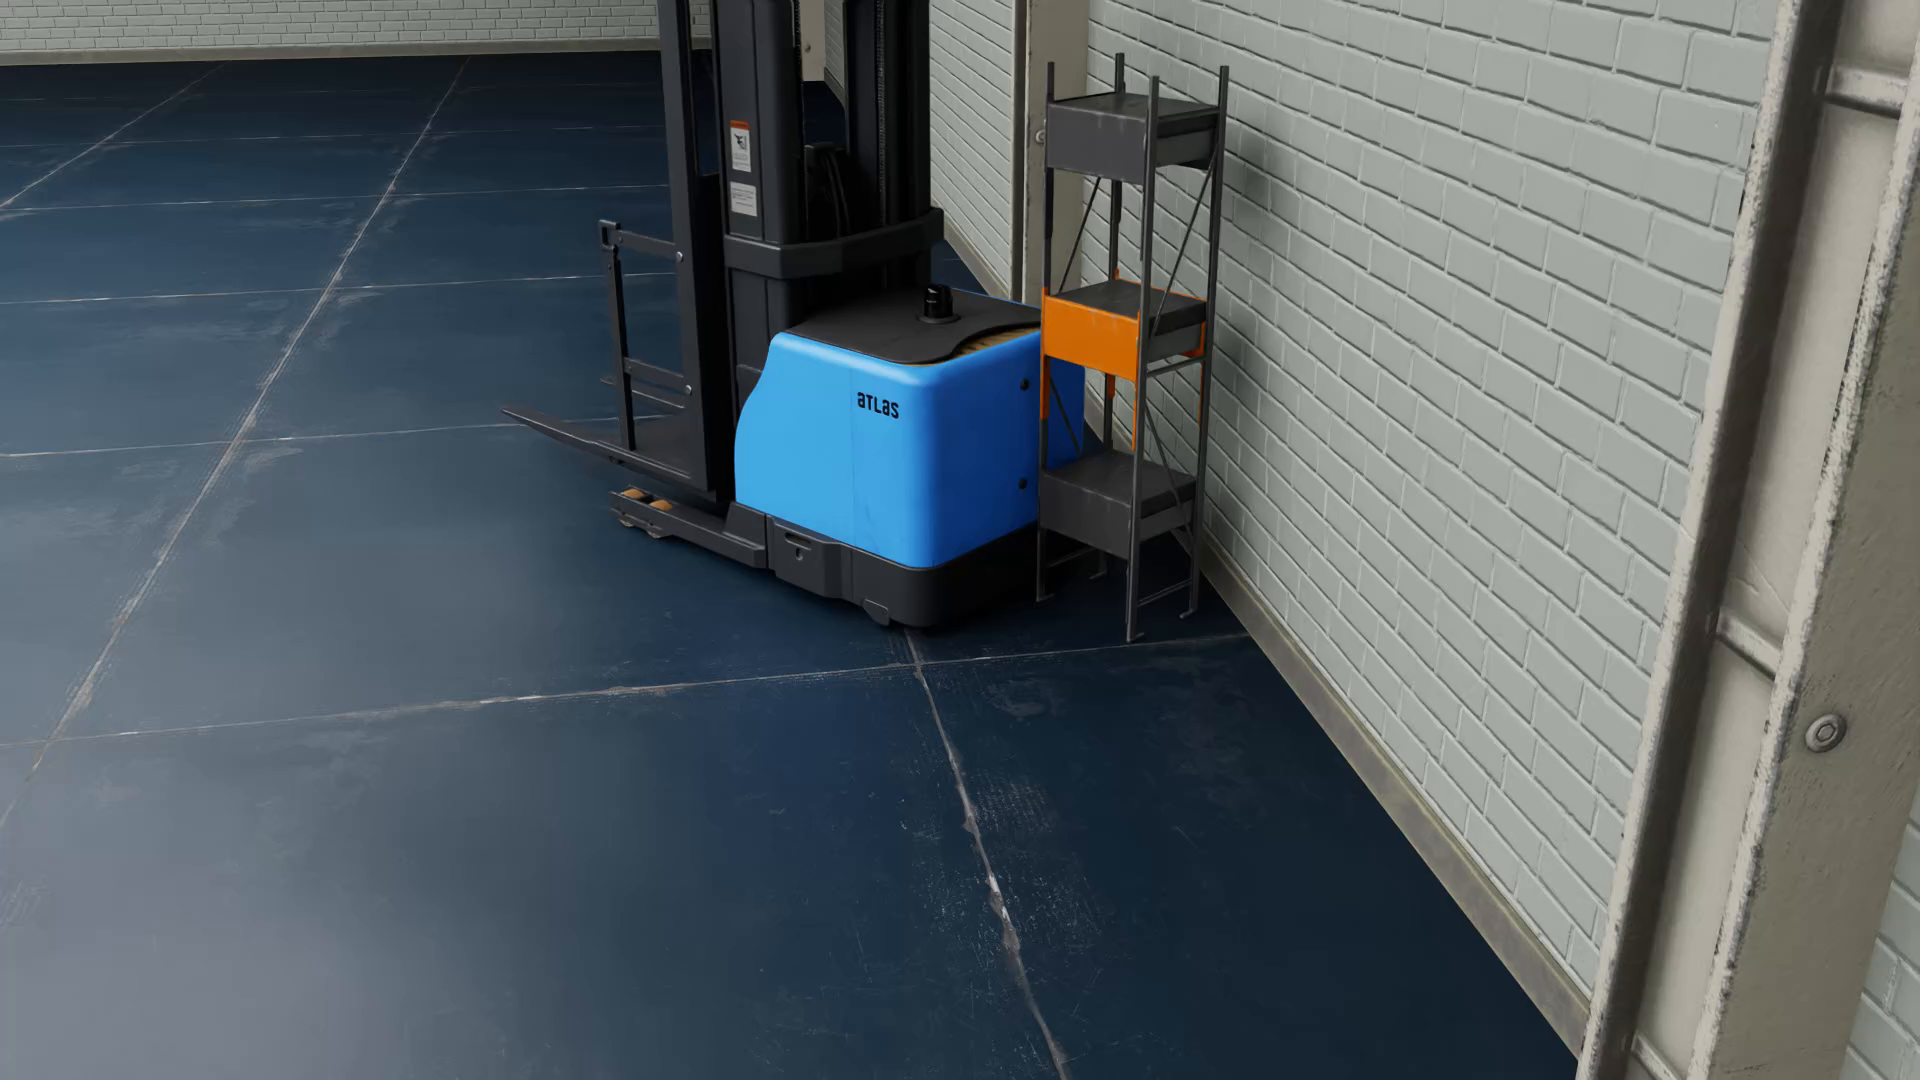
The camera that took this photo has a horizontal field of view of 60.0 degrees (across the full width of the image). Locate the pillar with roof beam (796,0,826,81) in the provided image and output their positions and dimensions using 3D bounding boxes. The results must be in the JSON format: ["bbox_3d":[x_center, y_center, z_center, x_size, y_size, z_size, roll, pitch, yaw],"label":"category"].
[{"bbox_3d":[-5.999,-9.330,17.370,9.100,9.000,0.400,-4,24,-10],"label":"pillar with roof beam"}]

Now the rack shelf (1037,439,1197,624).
[{"bbox_3d":[0.622,-0.043,6.503,0.431,0.518,0.480,-20,30,-38],"label":"rack shelf"}]

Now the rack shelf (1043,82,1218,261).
[{"bbox_3d":[0.617,-1.328,5.949,0.431,0.518,0.480,-20,30,-38],"label":"rack shelf"}]

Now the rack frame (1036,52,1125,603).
[{"bbox_3d":[0.455,-0.769,6.386,0.400,2.100,0.015,-20,30,-38],"label":"rack frame"}]

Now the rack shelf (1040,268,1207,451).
[{"bbox_3d":[0.620,-0.685,6.226,0.431,0.518,0.480,-20,30,-38],"label":"rack shelf"}]

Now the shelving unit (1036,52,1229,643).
[{"bbox_3d":[0.620,-0.698,6.221,0.431,2.100,0.503,-20,30,-38],"label":"shelving unit"}]

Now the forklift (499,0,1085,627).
[{"bbox_3d":[-0.919,-1.489,6.996,3.031,2.935,1.130,20,30,37],"label":"forklift"}]

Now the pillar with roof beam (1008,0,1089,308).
[{"bbox_3d":[-3.780,-4.610,6.563,9.100,9.000,0.400,-4,24,-10],"label":"pillar with roof beam"}]

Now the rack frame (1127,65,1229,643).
[{"bbox_3d":[0.785,-0.627,6.055,0.400,2.100,0.015,-20,30,-38],"label":"rack frame"}]
